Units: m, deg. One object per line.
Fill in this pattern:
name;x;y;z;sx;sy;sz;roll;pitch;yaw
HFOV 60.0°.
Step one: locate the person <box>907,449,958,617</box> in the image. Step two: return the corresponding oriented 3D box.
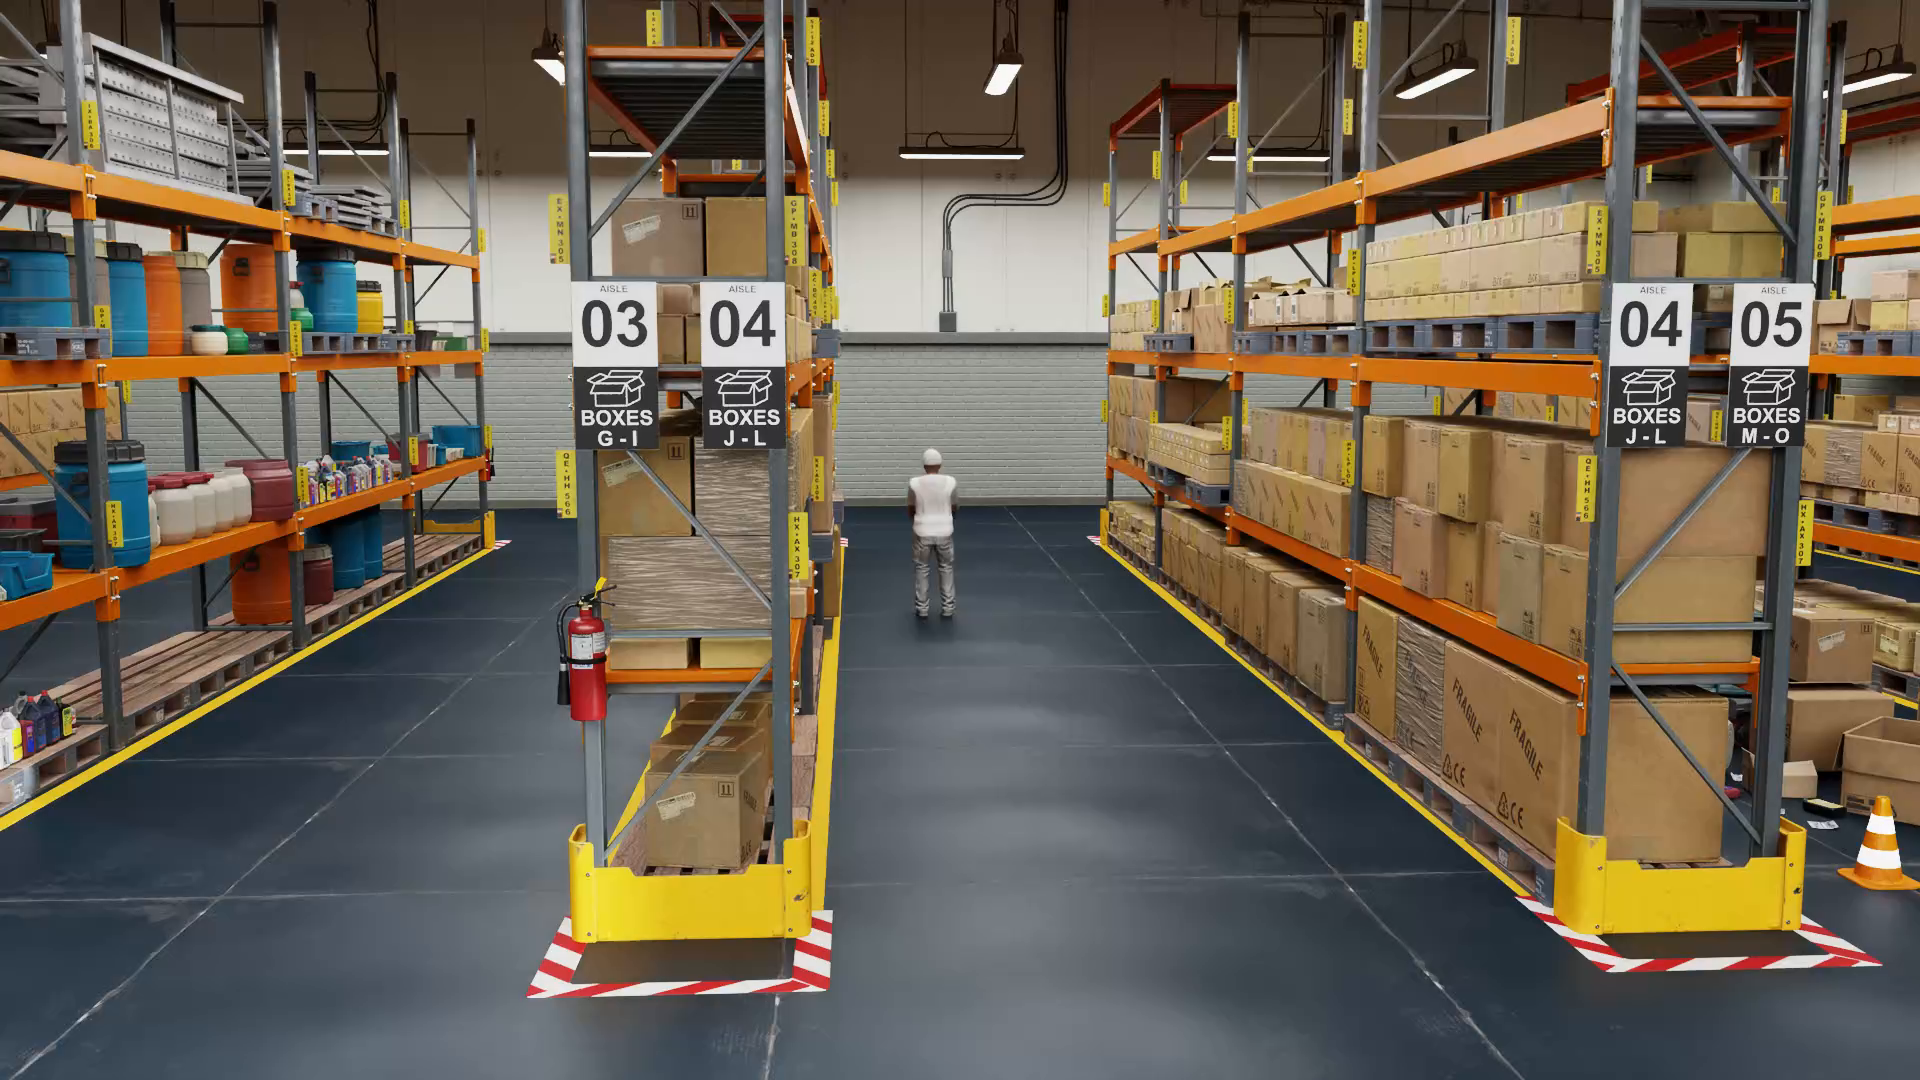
person;-0.296;-0.084;17.846;0.542;1.789;0.520;-1;7;-4
